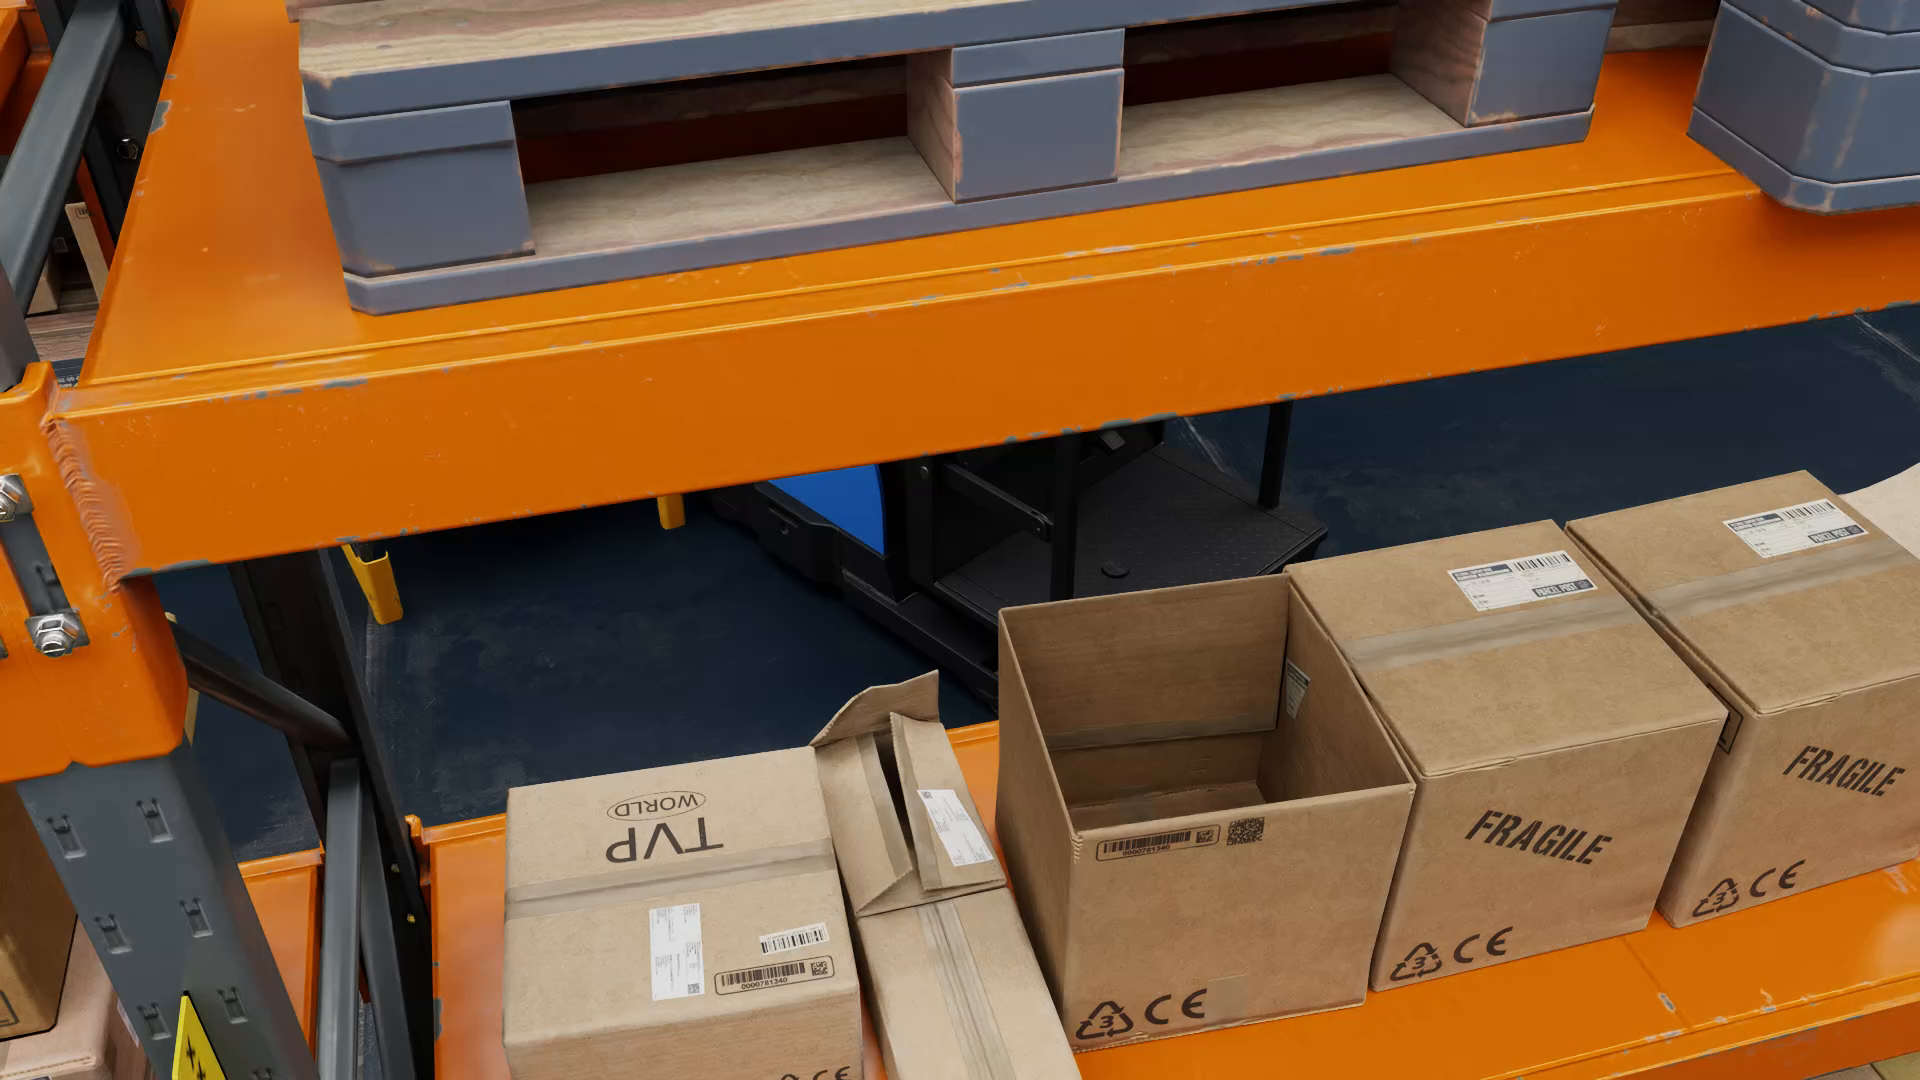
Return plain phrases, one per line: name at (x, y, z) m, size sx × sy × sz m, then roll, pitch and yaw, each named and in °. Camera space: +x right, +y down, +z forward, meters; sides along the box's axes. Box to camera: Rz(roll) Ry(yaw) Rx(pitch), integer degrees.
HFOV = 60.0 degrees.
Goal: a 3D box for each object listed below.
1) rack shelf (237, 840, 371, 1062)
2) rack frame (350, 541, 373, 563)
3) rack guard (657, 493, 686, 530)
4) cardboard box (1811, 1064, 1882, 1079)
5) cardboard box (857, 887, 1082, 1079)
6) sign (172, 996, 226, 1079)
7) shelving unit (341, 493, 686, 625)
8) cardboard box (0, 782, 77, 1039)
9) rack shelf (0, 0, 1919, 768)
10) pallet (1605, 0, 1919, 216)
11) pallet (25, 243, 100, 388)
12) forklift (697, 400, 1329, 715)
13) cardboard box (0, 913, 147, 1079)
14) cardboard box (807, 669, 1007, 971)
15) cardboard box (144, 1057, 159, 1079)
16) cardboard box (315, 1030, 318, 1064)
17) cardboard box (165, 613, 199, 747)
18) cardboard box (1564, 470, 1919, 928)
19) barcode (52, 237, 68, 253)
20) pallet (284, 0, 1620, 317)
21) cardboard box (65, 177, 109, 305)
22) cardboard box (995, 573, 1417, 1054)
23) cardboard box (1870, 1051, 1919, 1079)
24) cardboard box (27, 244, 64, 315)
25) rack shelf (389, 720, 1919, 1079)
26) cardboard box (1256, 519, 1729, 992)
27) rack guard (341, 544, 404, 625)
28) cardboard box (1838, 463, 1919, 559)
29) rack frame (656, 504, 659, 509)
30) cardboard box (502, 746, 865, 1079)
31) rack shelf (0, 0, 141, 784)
rack shelf at (-2.832, 1.261, 2.225) m, size 4.000 × 0.370 × 1.077 m, roll -9°, pitch 38°, yaw -12°
rack frame at (-2.010, -0.476, 5.138) m, size 0.032 × 1.500 × 0.500 m, roll -20°, pitch 42°, yaw -24°
rack guard at (-1.138, -0.296, 5.931) m, size 0.087 × 0.250 × 0.587 m, roll -20°, pitch 42°, yaw -24°
cardboard box at (1.530, 1.119, 3.274) m, size 0.500 × 0.311 × 0.500 m, roll -10°, pitch 38°, yaw -12°
cardboard box at (0.007, 0.738, 2.524) m, size 0.250 × 0.149 × 0.380 m, roll -9°, pitch 38°, yaw -12°
sign at (-0.755, 0.608, 1.708) m, size 0.005 × 0.325 × 0.100 m, roll -9°, pitch 38°, yaw -12°
shelving unit at (-1.565, -0.637, 5.349) m, size 1.083 × 1.500 × 0.587 m, roll -20°, pitch 42°, yaw -24°
cardboard box at (-1.328, 0.177, 1.899) m, size 0.500 × 0.500 × 0.700 m, roll -9°, pitch 38°, yaw -12°
rack shelf at (1.029, -0.564, 2.142) m, size 4.000 × 0.370 × 1.077 m, roll -9°, pitch 38°, yaw -12°
pallet at (1.249, -0.753, 1.952) m, size 1.213 × 0.211 × 1.003 m, roll -8°, pitch 38°, yaw -10°
pallet at (-4.016, -0.817, 6.644) m, size 1.213 × 0.211 × 1.003 m, roll -9°, pitch 38°, yaw -12°
forklift at (0.445, -0.893, 4.505) m, size 1.130 × 2.935 × 3.031 m, roll -31°, pitch 47°, yaw -34°
cardboard box at (-1.108, 0.530, 1.973) m, size 0.250 × 0.149 × 0.380 m, roll -9°, pitch 38°, yaw -12°
cardboard box at (-0.101, 0.465, 2.784) m, size 0.258 × 0.266 × 0.396 m, roll -10°, pitch 39°, yaw -13°
cardboard box at (-1.328, 0.693, 2.293) m, size 0.500 × 0.500 × 0.700 m, roll -10°, pitch 39°, yaw -13°
cardboard box at (-1.431, 1.176, 3.045) m, size 0.500 × 0.500 × 0.500 m, roll -9°, pitch 38°, yaw -12°
cardboard box at (-1.212, 0.290, 2.286) m, size 0.250 × 0.149 × 0.380 m, roll -9°, pitch 38°, yaw -12°
cardboard box at (1.344, 0.260, 2.859) m, size 0.500 × 0.500 × 0.500 m, roll -11°, pitch 39°, yaw -14°
barcode at (-3.658, -1.194, 6.735) m, size 0.075 × 0.075 × 0.001 m, roll -9°, pitch 38°, yaw -12°
pallet at (-0.053, -0.604, 1.760) m, size 1.217 × 0.209 × 0.805 m, roll -11°, pitch 39°, yaw -14°
cardboard box at (-3.188, -1.241, 6.598) m, size 0.500 × 0.500 × 0.500 m, roll -12°, pitch 39°, yaw -15°
cardboard box at (0.353, 0.423, 2.646) m, size 0.500 × 0.500 × 0.500 m, roll -7°, pitch 38°, yaw -9°
cardboard box at (2.019, 1.041, 3.376) m, size 0.500 × 0.311 × 0.500 m, roll -10°, pitch 39°, yaw -13°
cardboard box at (-3.746, -1.048, 6.635) m, size 0.250 × 0.149 × 0.380 m, roll -12°, pitch 39°, yaw -16°
rack shelf at (1.029, 0.627, 3.053) m, size 4.000 × 0.370 × 1.077 m, roll -9°, pitch 38°, yaw -12°
cardboard box at (0.836, 0.344, 2.750) m, size 0.500 × 0.500 × 0.500 m, roll -9°, pitch 38°, yaw -12°
rack guard at (-1.993, 0.014, 5.526) m, size 0.087 × 0.250 × 0.587 m, roll -20°, pitch 42°, yaw -24°
cardboard box at (2.046, 0.088, 3.239) m, size 0.500 × 0.311 × 0.500 m, roll -10°, pitch 38°, yaw -12°
rack frame at (-1.137, -0.793, 5.552) m, size 0.032 × 1.500 × 0.500 m, roll -20°, pitch 42°, yaw -24°
cardboard box at (-0.438, 0.614, 2.602) m, size 0.500 × 0.250 × 0.500 m, roll -7°, pitch 38°, yaw -9°
rack shelf at (-2.832, 0.069, 1.314) m, size 4.000 × 0.370 × 1.077 m, roll -9°, pitch 38°, yaw -12°
